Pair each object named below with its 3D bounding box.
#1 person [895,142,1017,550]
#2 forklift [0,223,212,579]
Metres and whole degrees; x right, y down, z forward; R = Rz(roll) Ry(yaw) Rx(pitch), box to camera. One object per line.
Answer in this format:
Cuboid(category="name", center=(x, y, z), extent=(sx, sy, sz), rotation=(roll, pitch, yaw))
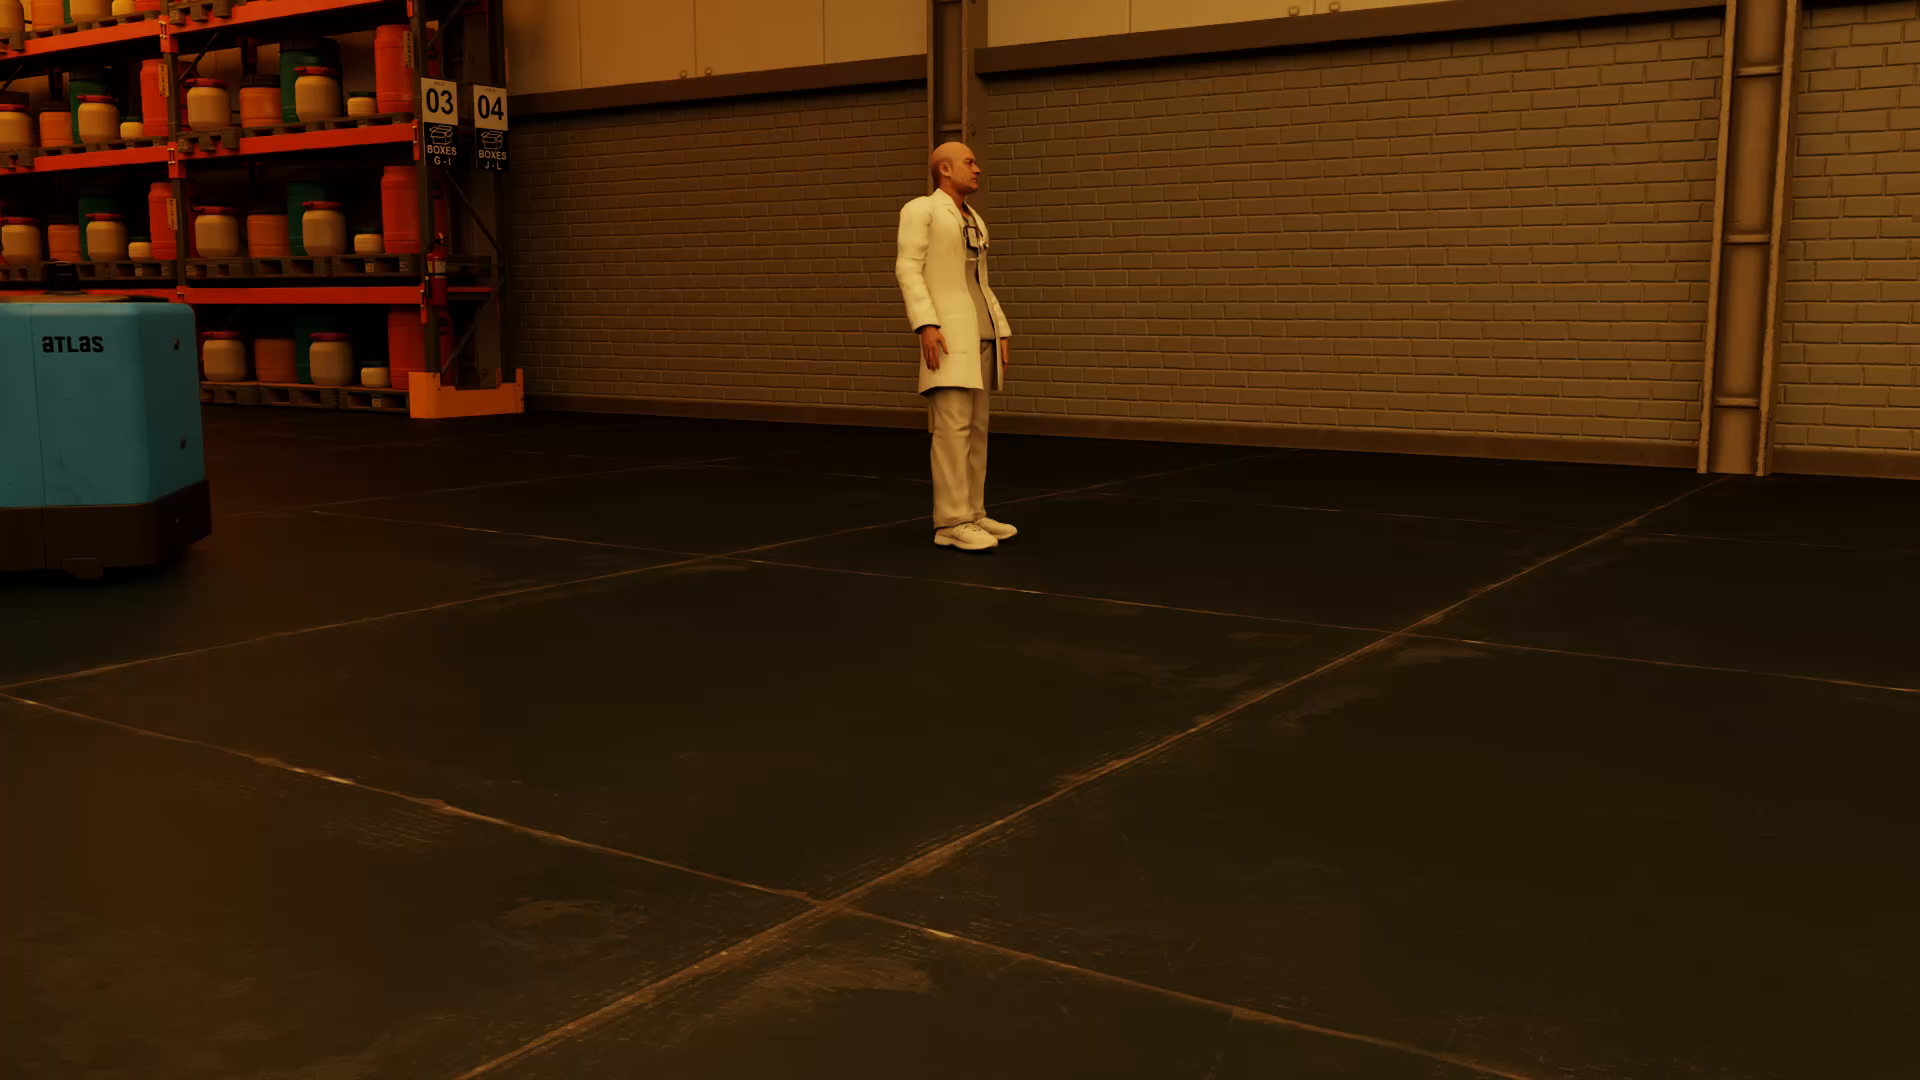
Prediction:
Cuboid(category="person", center=(0.072, -0.880, 7.424), extent=(0.581, 1.776, 0.696), rotation=(5, 10, 34))
Cuboid(category="forklift", center=(-4.682, -1.308, 6.391), extent=(3.031, 2.935, 1.130), rotation=(-2, 8, -12))
